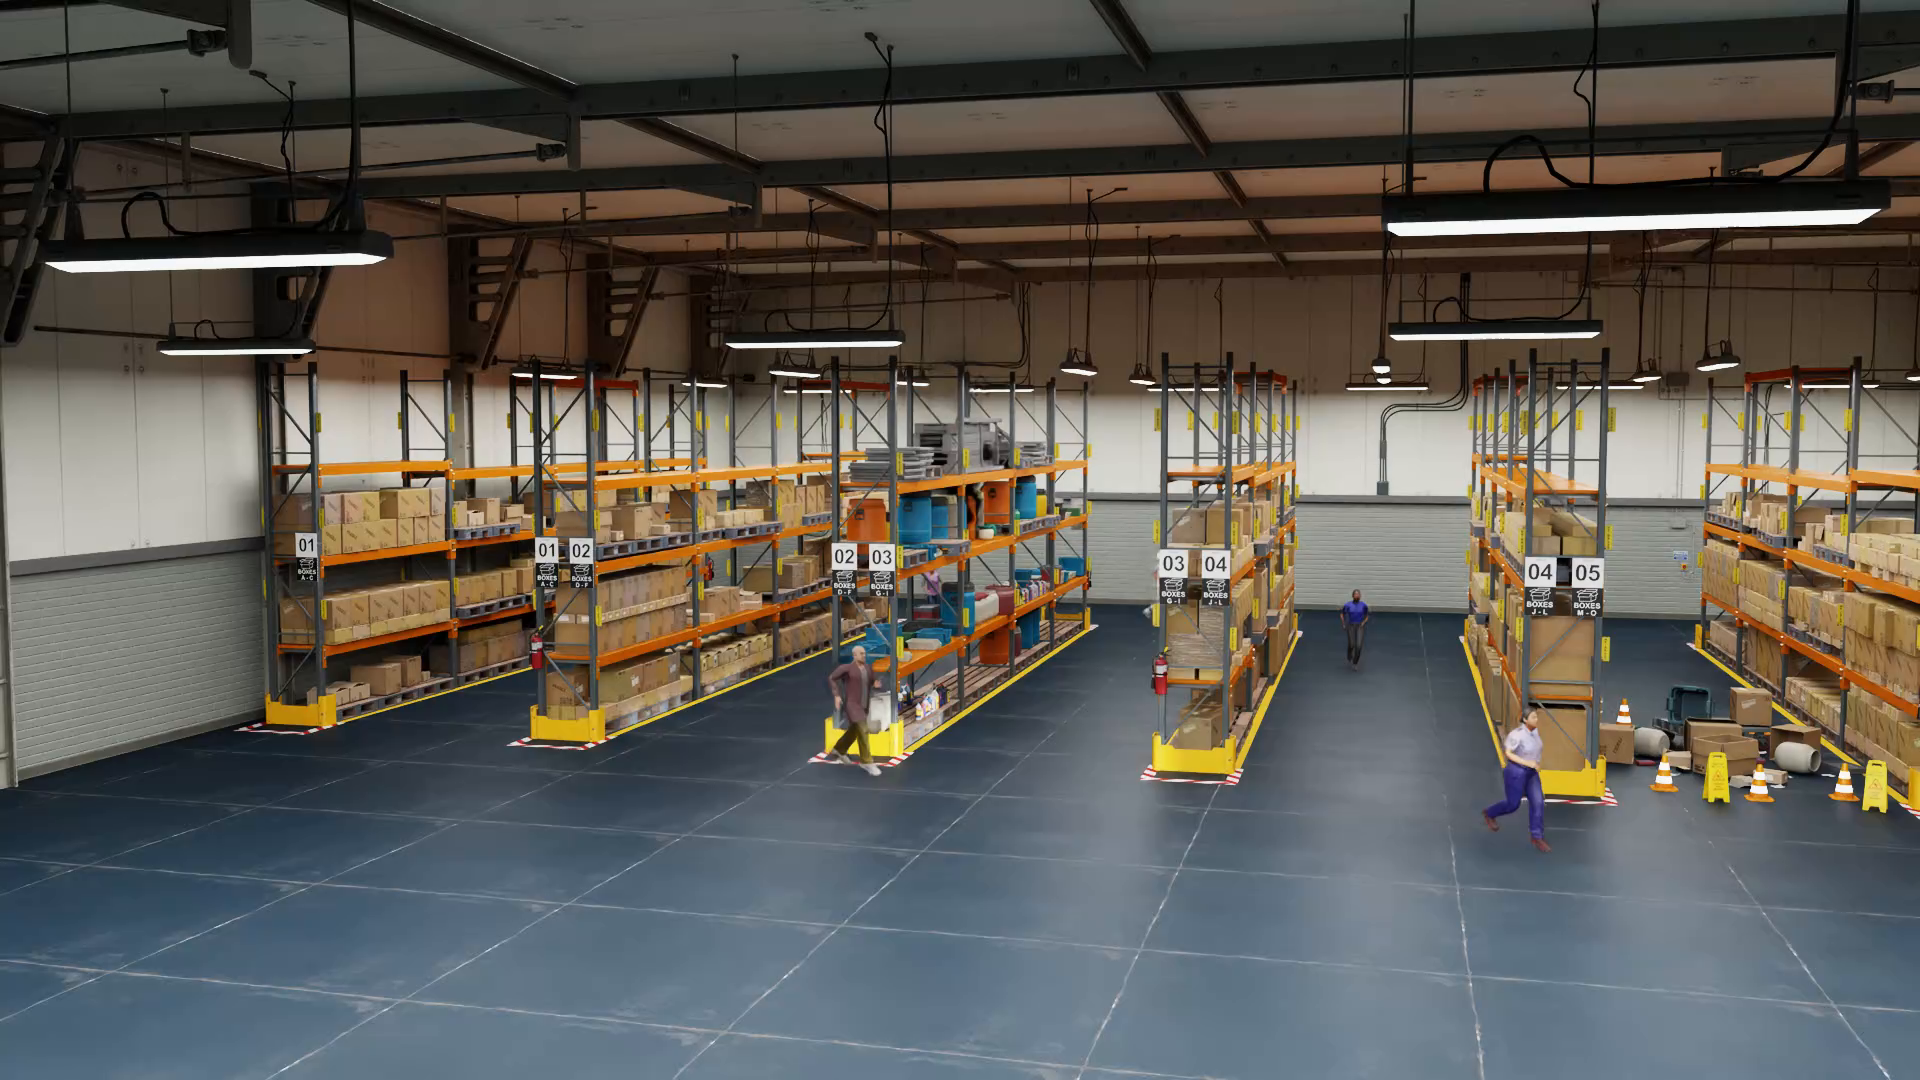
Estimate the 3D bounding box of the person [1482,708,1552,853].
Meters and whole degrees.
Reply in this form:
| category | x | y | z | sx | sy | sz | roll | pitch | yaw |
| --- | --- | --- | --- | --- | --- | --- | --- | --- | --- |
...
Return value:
| category | x | y | z | sx | sy | sz | roll | pitch | yaw |
| --- | --- | --- | --- | --- | --- | --- | --- | --- | --- |
| person | 6.659 | 2.802 | 19.769 | 0.628 | 1.651 | 0.967 | -3 | 5 | -34 |

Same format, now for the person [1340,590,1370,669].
| category | x | y | z | sx | sy | sz | roll | pitch | yaw |
| --- | --- | --- | --- | --- | --- | --- | --- | --- | --- |
| person | 8.080 | 1.825 | 33.974 | 0.586 | 1.624 | 0.556 | 0 | 4 | 6 |

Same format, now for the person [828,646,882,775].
| category | x | y | z | sx | sy | sz | roll | pitch | yaw |
| --- | --- | --- | --- | --- | --- | --- | --- | --- | --- |
| person | -1.492 | 2.410 | 23.864 | 1.008 | 1.810 | 0.681 | 3 | 5 | 38 |

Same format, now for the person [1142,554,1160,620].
| category | x | y | z | sx | sy | sz | roll | pitch | yaw |
| --- | --- | --- | --- | --- | --- | --- | --- | --- | --- |
| person | 4.994 | 1.212 | 41.151 | 0.948 | 1.775 | 0.655 | 1 | 4 | 9 |

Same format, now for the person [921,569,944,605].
| category | x | y | z | sx | sy | sz | roll | pitch | yaw |
| --- | --- | --- | --- | --- | --- | --- | --- | --- | --- |
| person | -0.675 | 1.358 | 40.986 | 0.566 | 1.546 | 0.504 | 0 | 4 | -2 |
